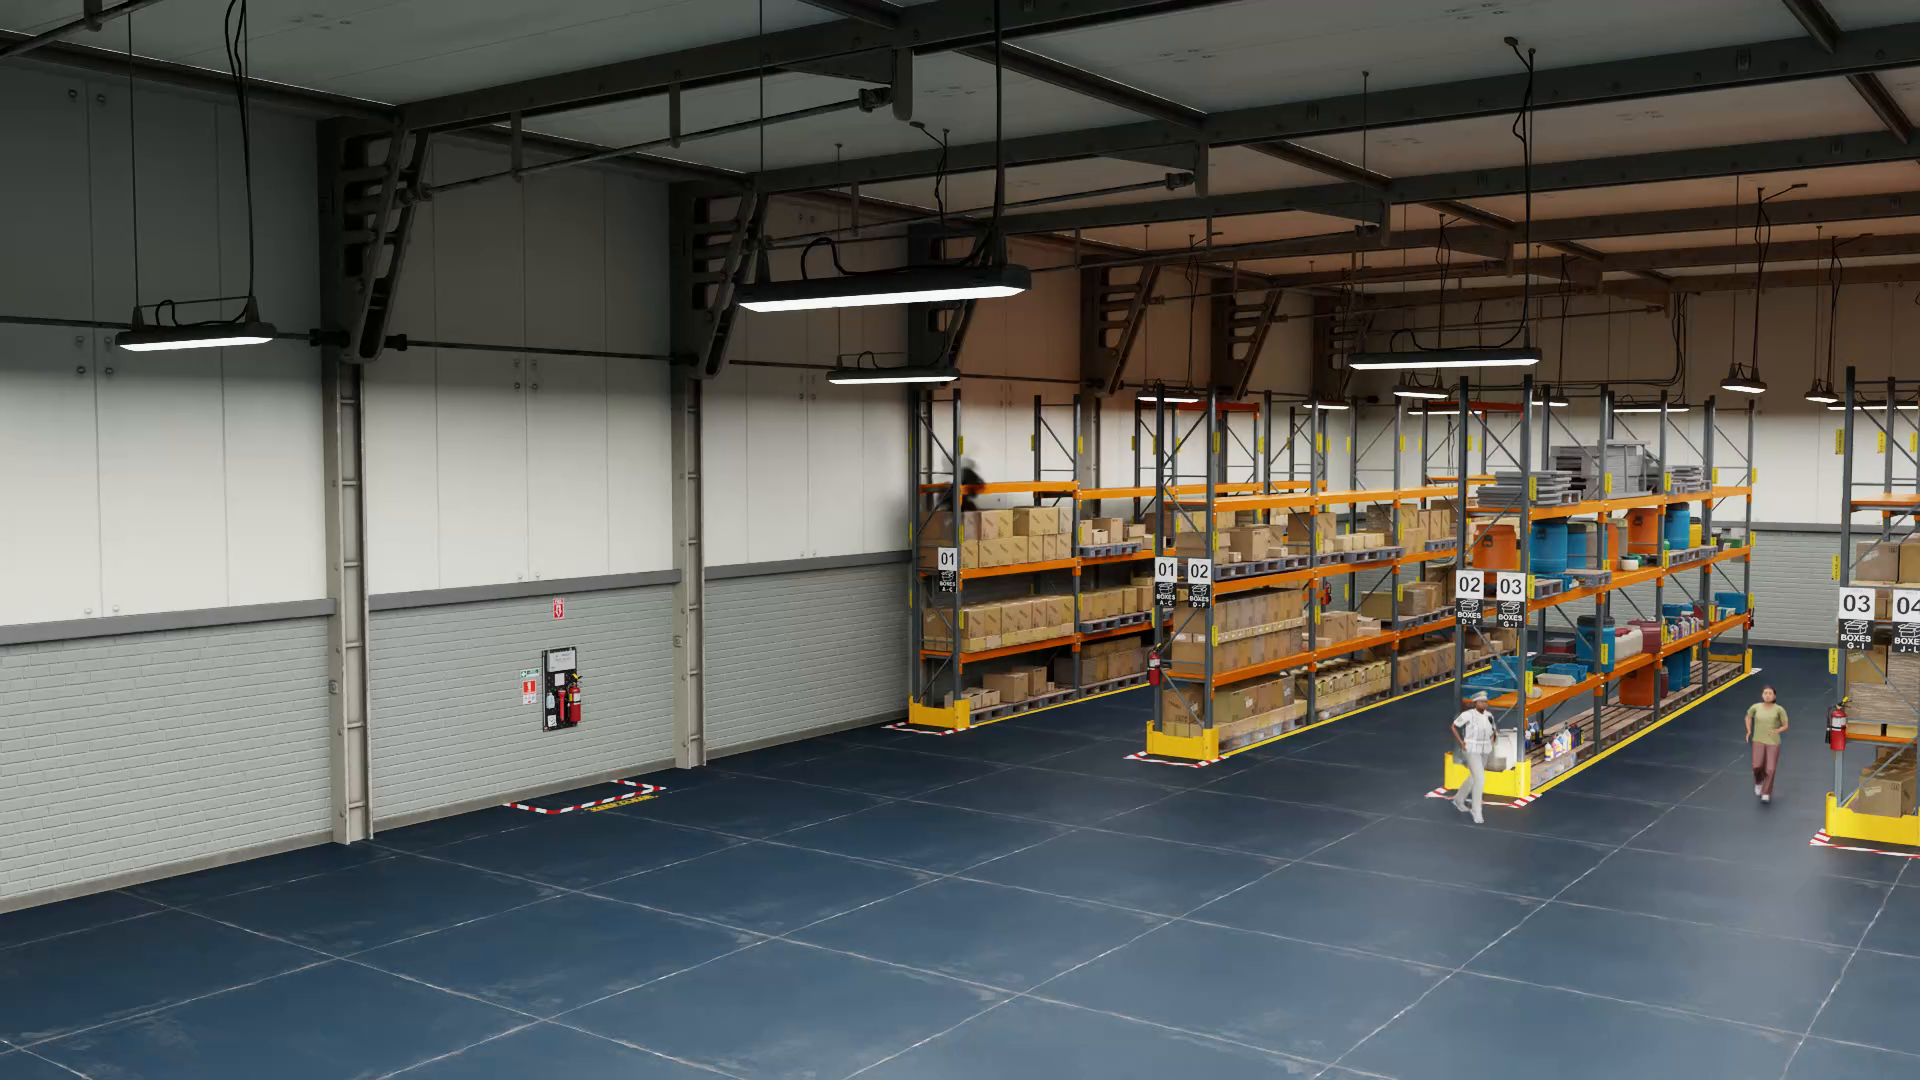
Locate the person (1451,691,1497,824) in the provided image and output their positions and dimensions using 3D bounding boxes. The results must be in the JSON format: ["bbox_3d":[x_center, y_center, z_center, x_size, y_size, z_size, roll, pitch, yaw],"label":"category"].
[{"bbox_3d":[6.930,2.889,22.338,0.601,1.762,0.698,-1,4,-22],"label":"person"}]

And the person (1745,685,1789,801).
[{"bbox_3d":[11.278,2.852,23.274,0.566,1.629,0.549,2,4,29],"label":"person"}]
